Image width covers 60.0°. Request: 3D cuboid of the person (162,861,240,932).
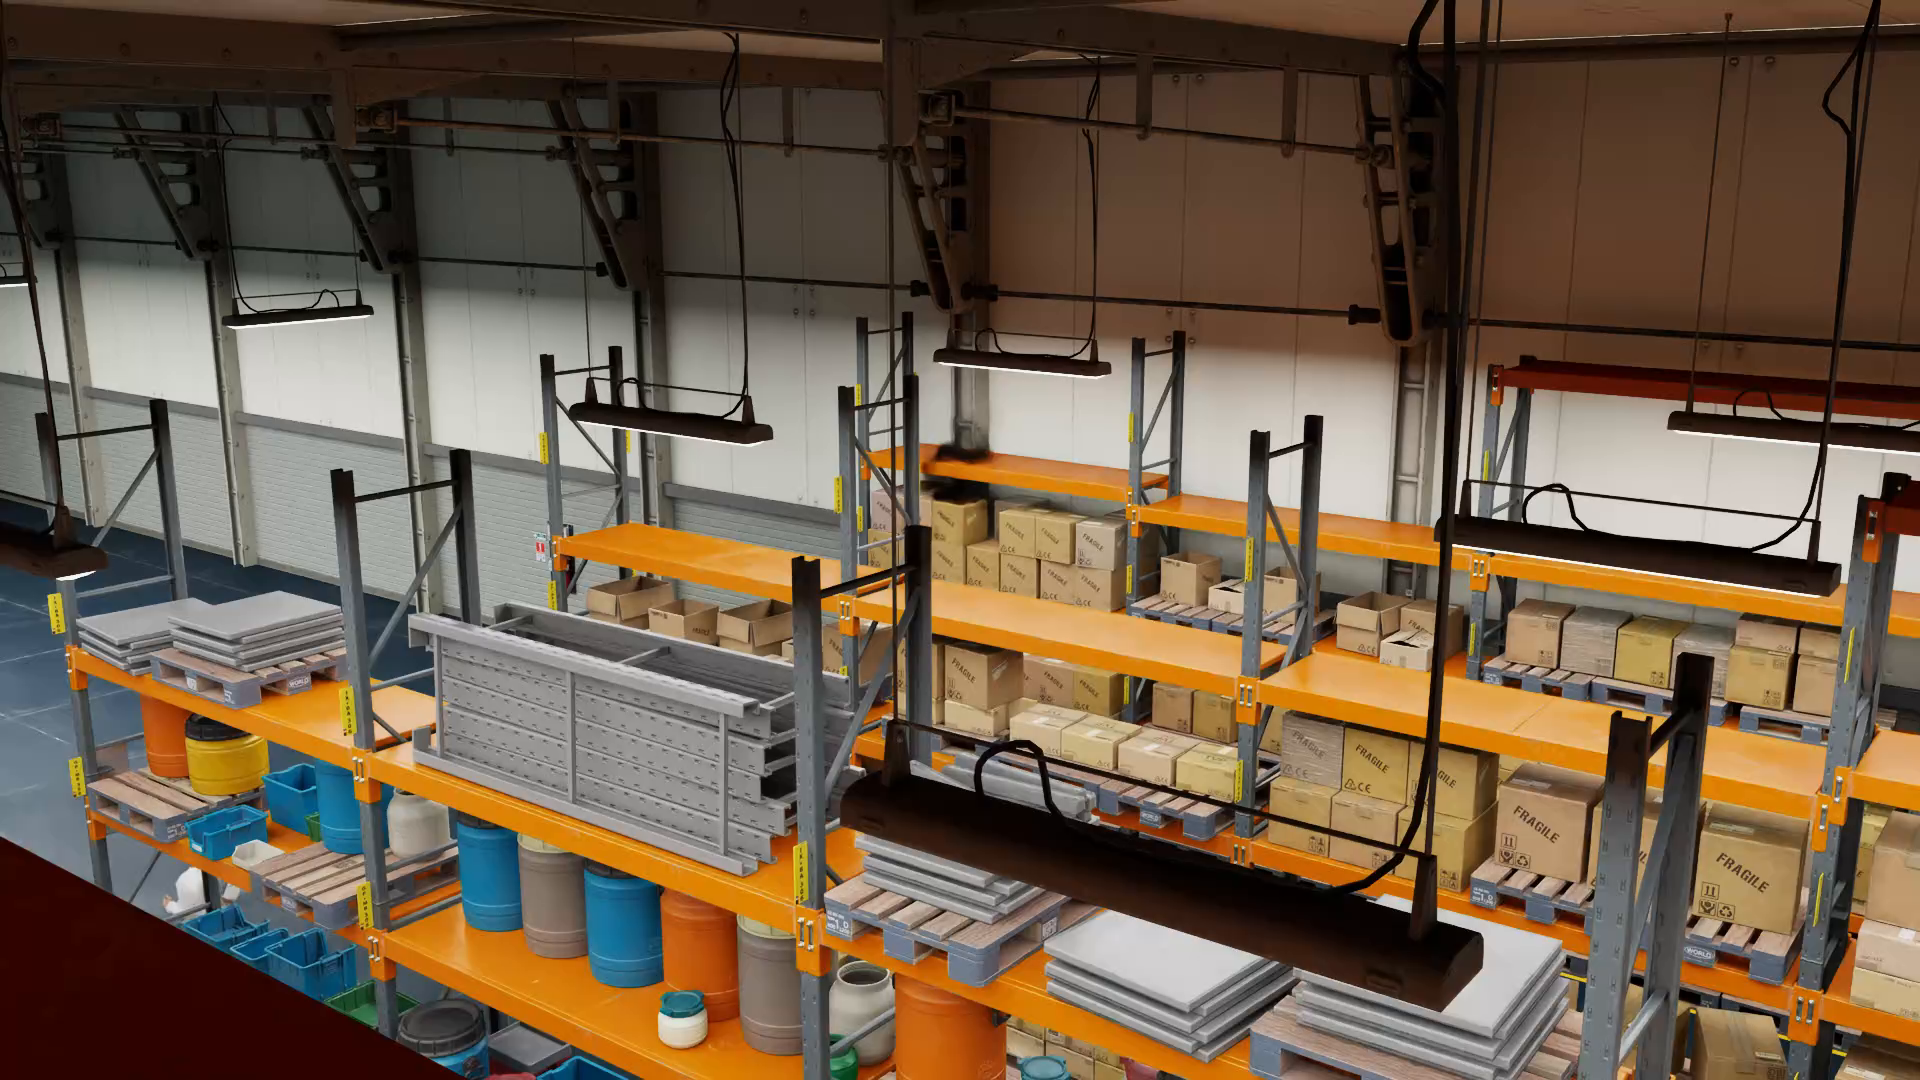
[{"bbox_3d":[-7.126,3.575,15.659,0.734,1.648,0.692,-1,13,-5],"label":"person"}]
